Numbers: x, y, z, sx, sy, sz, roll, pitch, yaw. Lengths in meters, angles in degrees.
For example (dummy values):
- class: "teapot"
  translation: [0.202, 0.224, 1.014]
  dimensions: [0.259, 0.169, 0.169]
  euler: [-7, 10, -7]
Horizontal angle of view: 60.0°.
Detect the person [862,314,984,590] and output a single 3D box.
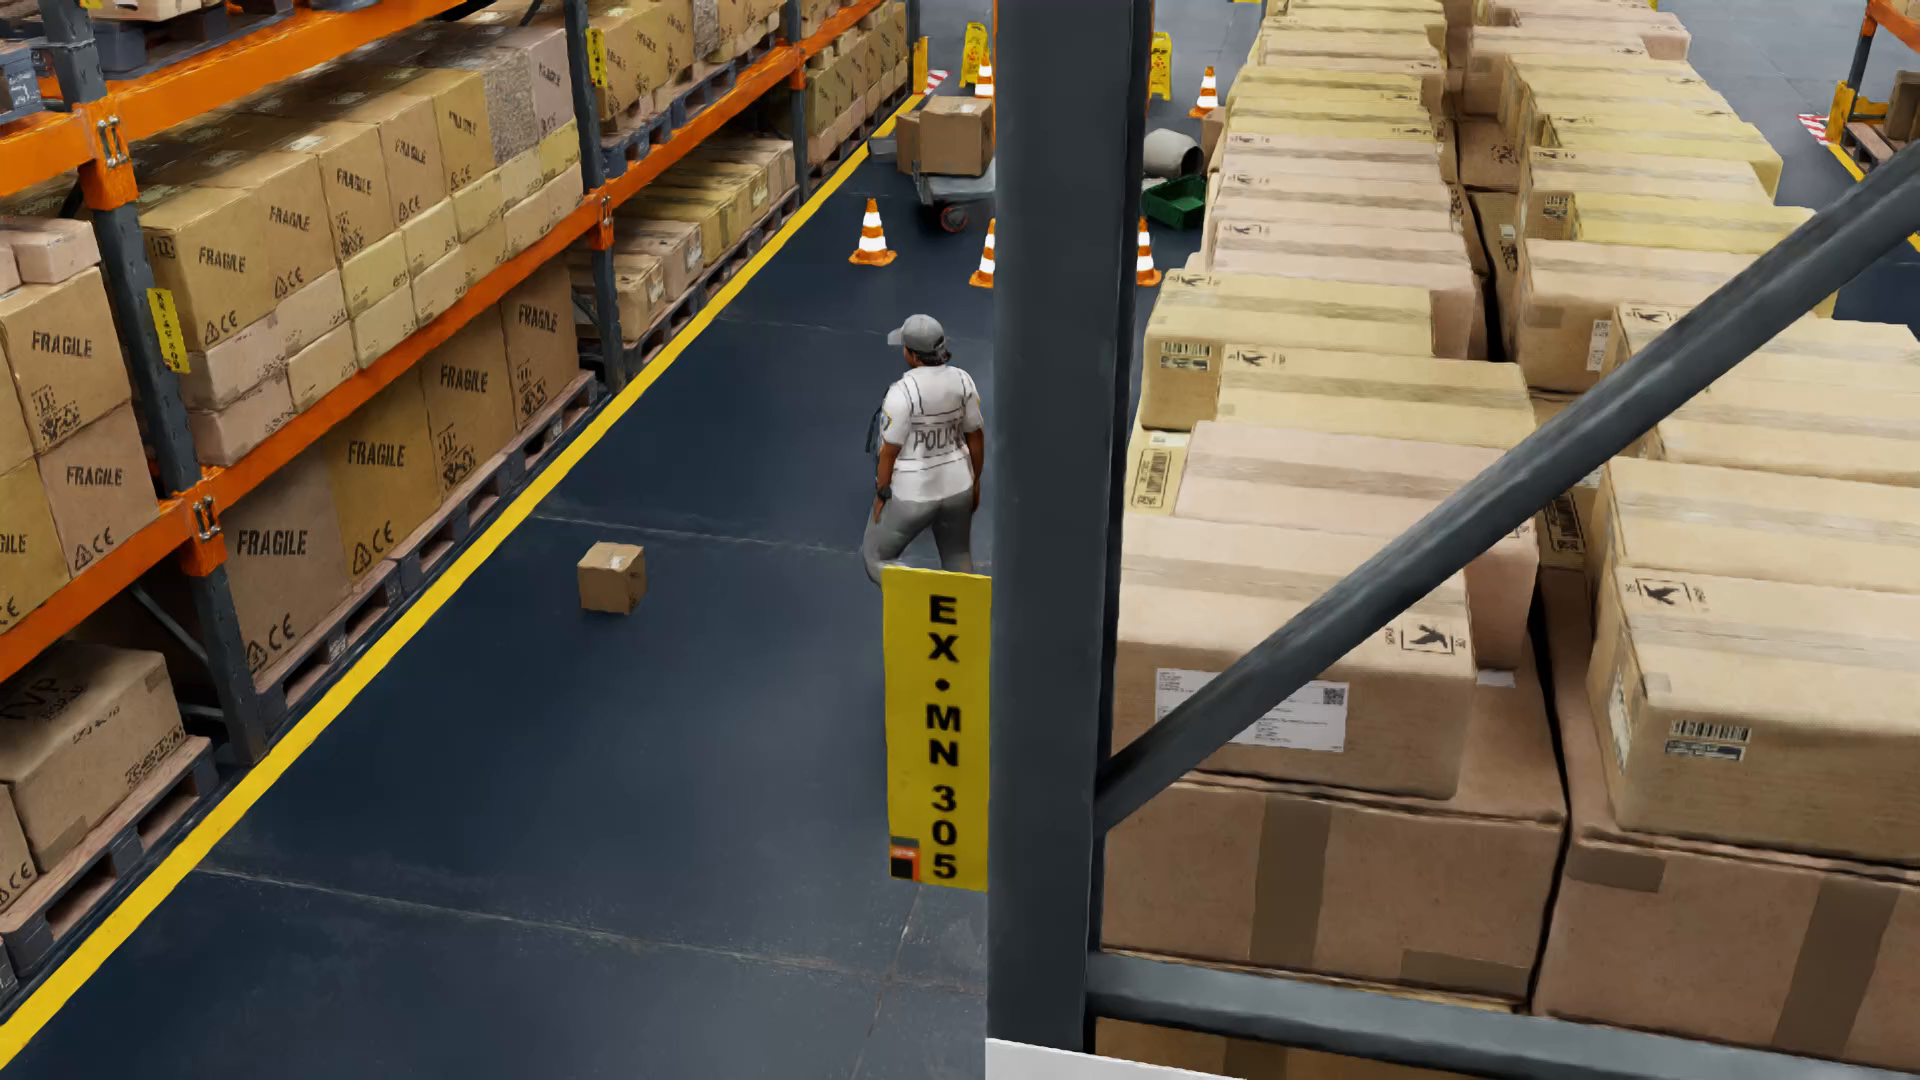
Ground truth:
- class: "person"
  translation: [-0.101, -0.216, 7.480]
  dimensions: [0.611, 1.661, 0.477]
  euler: [-19, 34, -30]
